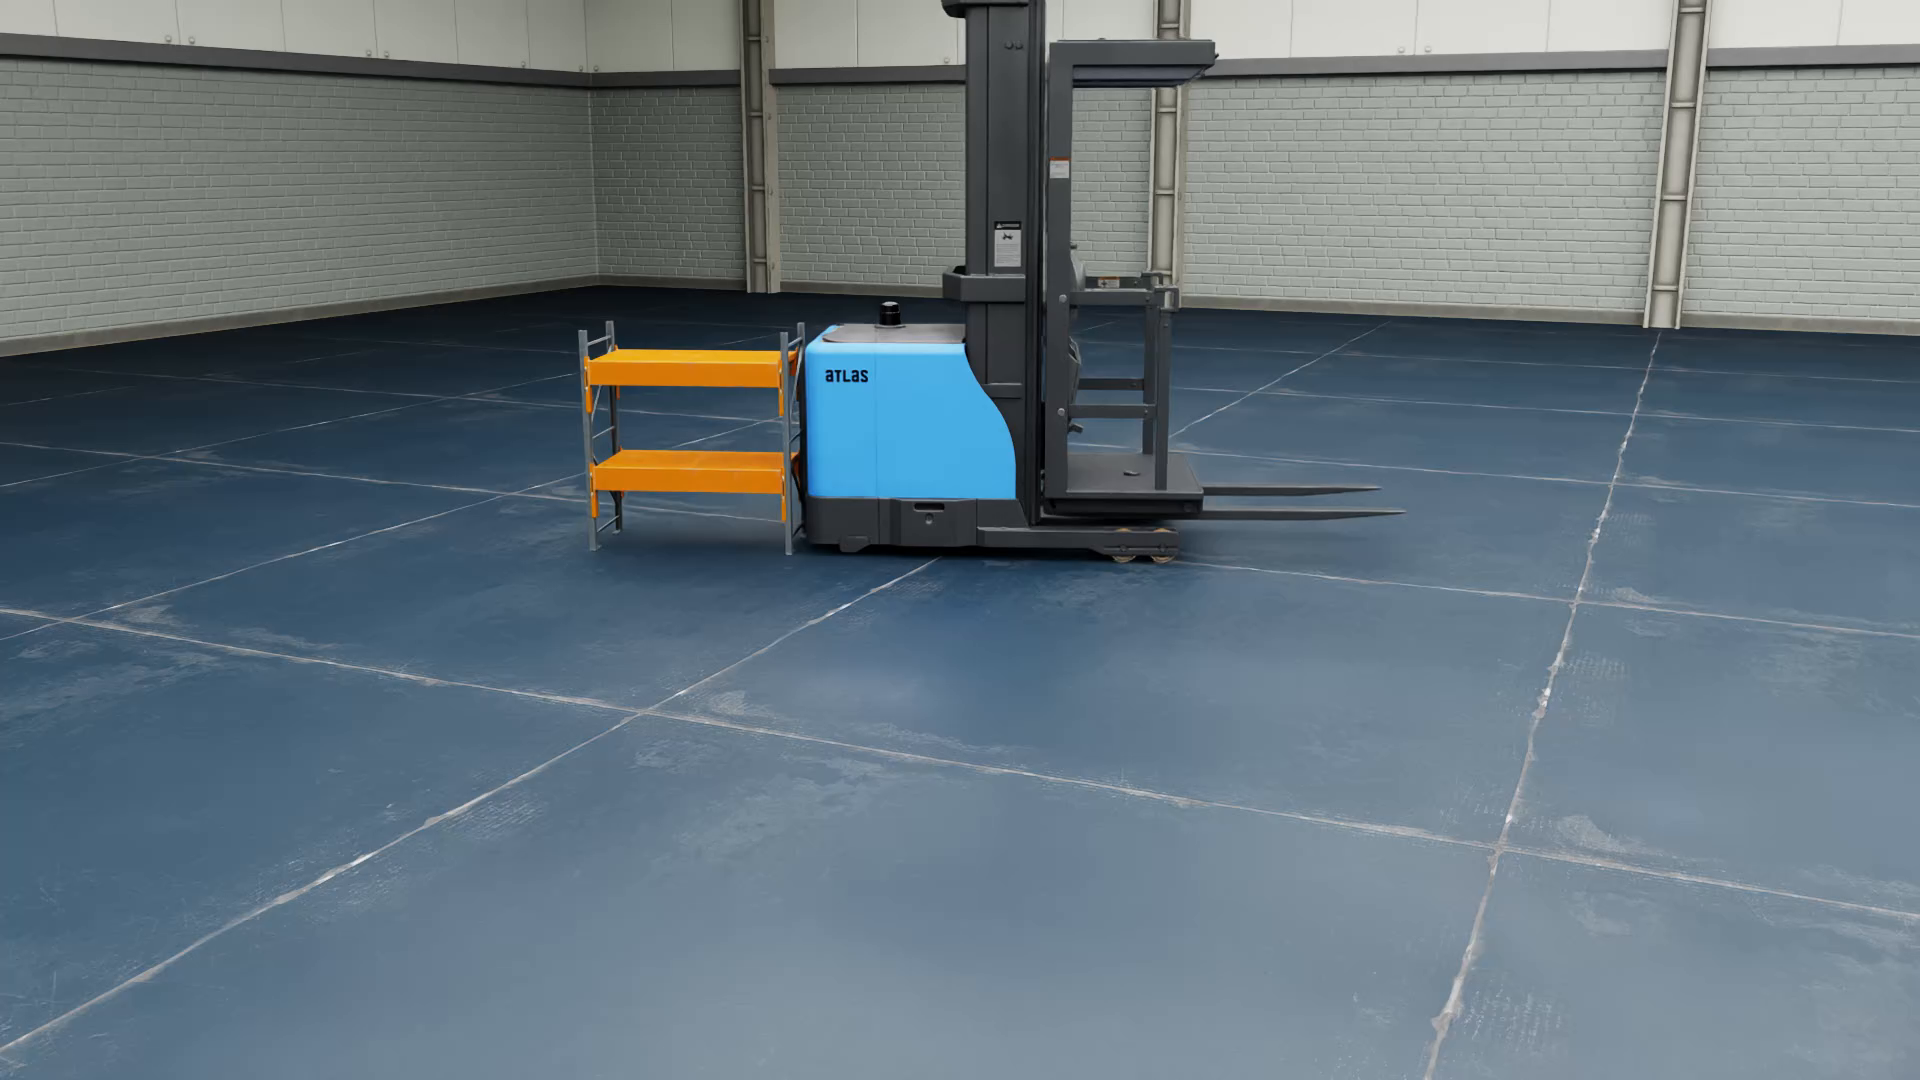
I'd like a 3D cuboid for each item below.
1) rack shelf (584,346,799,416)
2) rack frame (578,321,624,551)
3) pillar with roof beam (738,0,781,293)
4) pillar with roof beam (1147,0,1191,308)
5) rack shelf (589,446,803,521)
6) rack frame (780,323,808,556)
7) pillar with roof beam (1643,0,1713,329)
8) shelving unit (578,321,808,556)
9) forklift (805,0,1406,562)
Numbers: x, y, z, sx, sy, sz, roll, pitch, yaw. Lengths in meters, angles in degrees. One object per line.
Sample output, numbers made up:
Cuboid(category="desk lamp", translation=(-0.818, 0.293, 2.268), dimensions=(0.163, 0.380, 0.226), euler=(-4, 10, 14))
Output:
Cuboid(category="rack shelf", translation=(-1.352, -0.822, 8.514), dimensions=(1.000, 0.278, 0.538), euler=(1, 13, 5))
Cuboid(category="rack frame", translation=(-1.858, -0.547, 8.625), dimensions=(0.032, 1.125, 0.500), euler=(1, 13, 5))
Cuboid(category="pillar with roof beam", translation=(-4.575, -7.065, 19.164), dimensions=(0.400, 9.000, 9.100), euler=(6, 14, 23))
Cuboid(category="pillar with roof beam", translation=(0.911, -6.510, 16.798), dimensions=(0.400, 9.000, 9.100), euler=(6, 14, 23))
Cuboid(category="rack shelf", translation=(-1.352, -0.299, 8.636), dimensions=(1.000, 0.278, 0.538), euler=(1, 13, 5))
Cuboid(category="rack frame", translation=(-0.846, -0.526, 8.535), dimensions=(0.032, 1.125, 0.500), euler=(1, 13, 5))
Cuboid(category="pillar with roof beam", translation=(6.397, -5.954, 14.432), dimensions=(0.400, 9.000, 9.100), euler=(6, 14, 23))
Cuboid(category="shelving unit", translation=(-1.352, -0.537, 8.580), dimensions=(1.048, 1.125, 0.538), euler=(1, 13, 5))
Cuboid(category="forklift", translation=(0.751, -1.441, 8.478), dimensions=(3.031, 2.935, 1.130), euler=(1, 13, 2))
